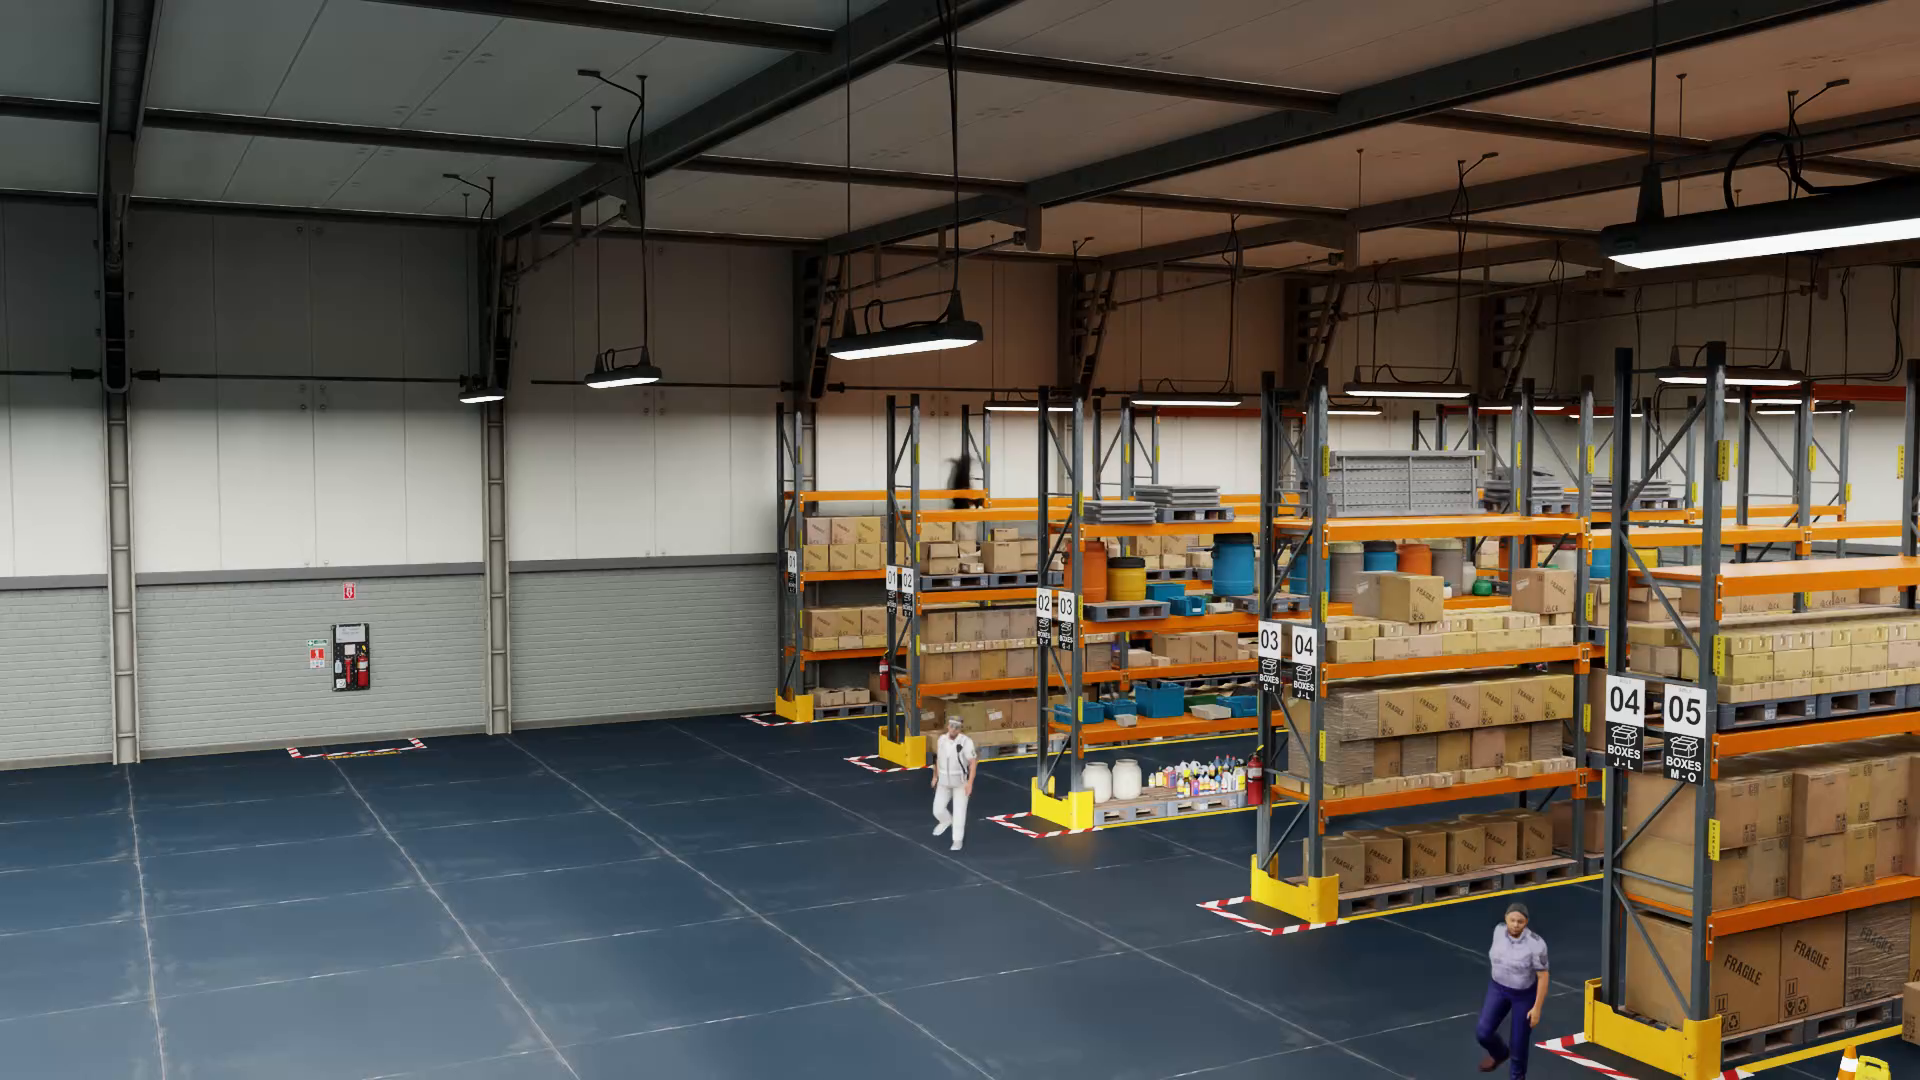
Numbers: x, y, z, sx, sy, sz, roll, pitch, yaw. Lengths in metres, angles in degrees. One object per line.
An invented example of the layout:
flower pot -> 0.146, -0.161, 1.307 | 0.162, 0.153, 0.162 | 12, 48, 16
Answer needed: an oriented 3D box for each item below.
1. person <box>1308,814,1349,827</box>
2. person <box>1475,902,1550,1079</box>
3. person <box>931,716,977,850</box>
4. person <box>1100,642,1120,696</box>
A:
person -> 5.132, 3.078, 22.638 | 1.122, 1.635, 0.647 | -2, 4, -33
person -> 4.404, 3.631, 13.236 | 0.639, 1.597, 0.549 | 3, 4, 40
person -> -0.079, 3.087, 21.390 | 0.712, 1.738, 0.698 | 1, 3, 20
person -> 2.904, 2.562, 31.776 | 0.762, 1.610, 0.581 | -2, 4, -26
